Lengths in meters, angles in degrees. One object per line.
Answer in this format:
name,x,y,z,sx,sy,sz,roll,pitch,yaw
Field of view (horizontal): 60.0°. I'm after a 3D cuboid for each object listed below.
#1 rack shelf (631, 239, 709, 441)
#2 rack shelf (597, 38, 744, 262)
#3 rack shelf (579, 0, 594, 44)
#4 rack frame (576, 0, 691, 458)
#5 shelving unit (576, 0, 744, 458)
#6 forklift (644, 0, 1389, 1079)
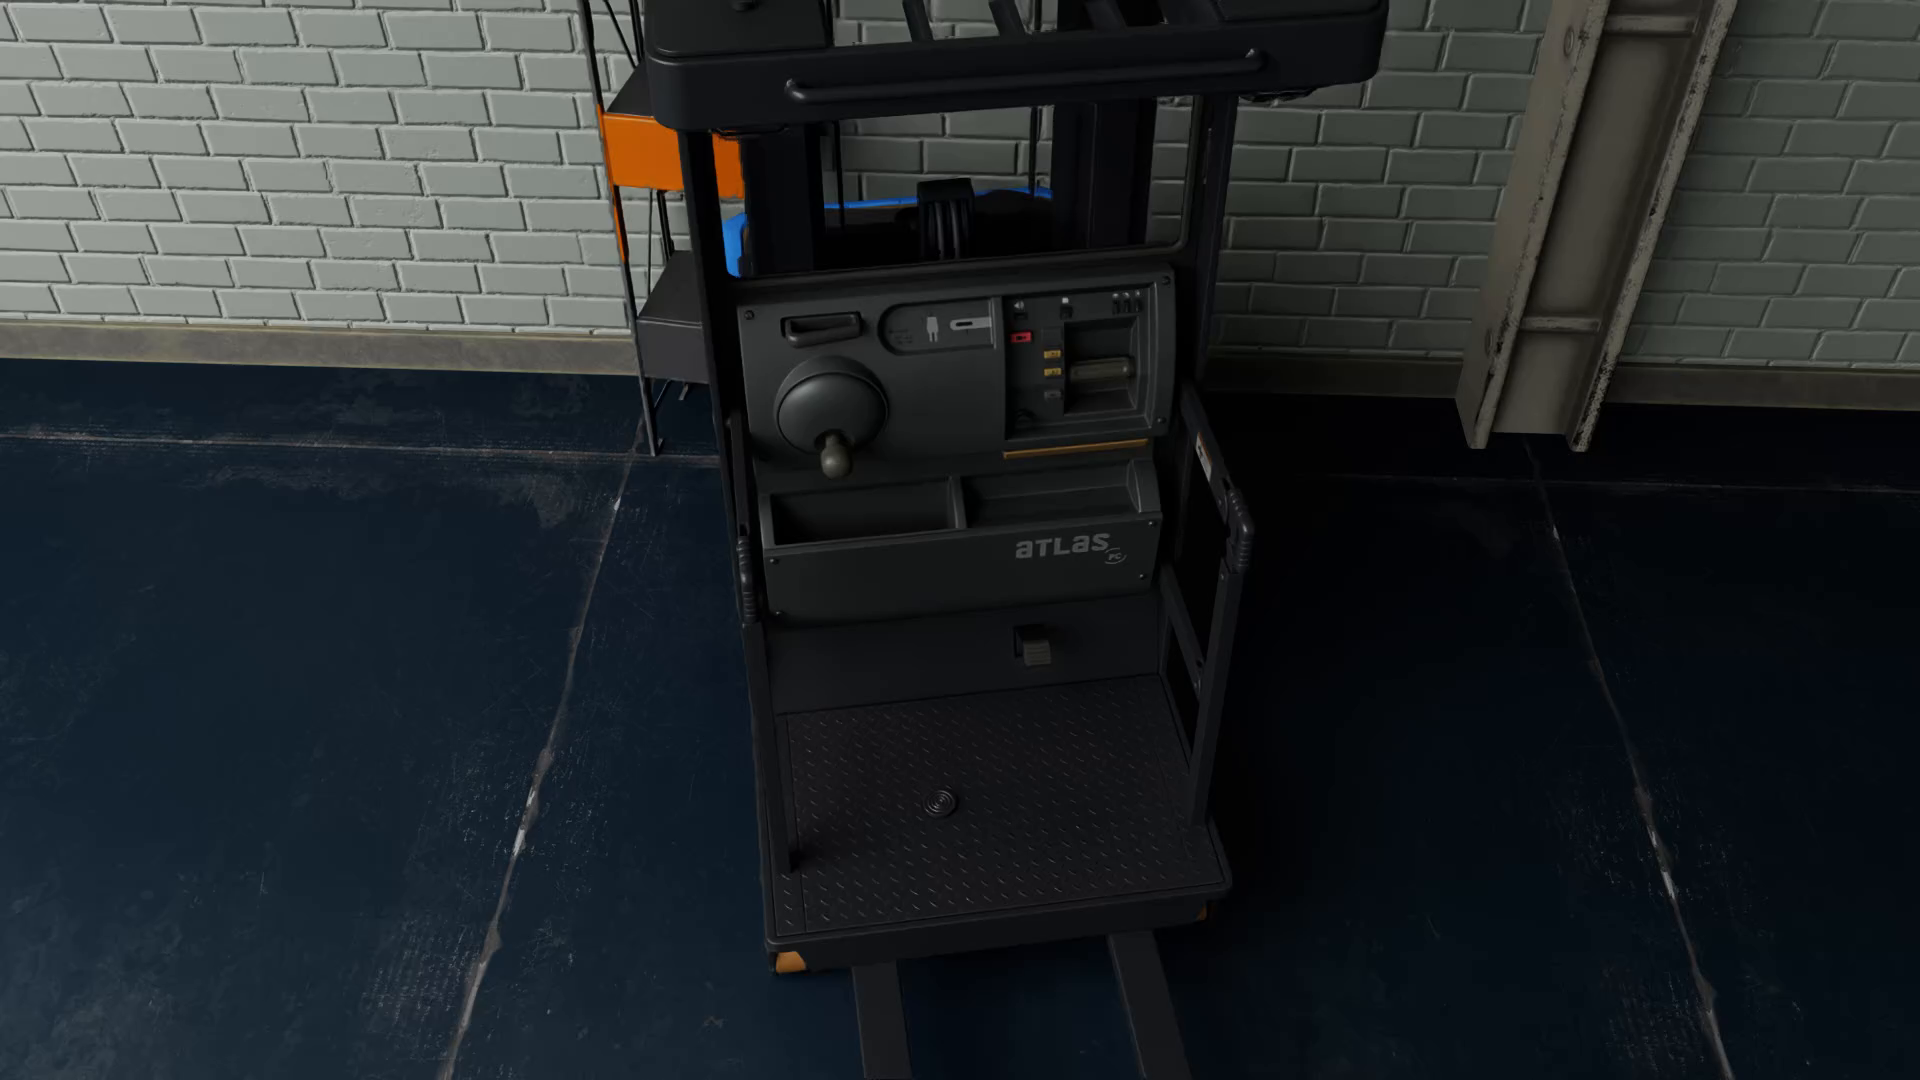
rack shelf,-0.745,-0.626,5.428,0.480,0.518,0.431,7,43,7
rack shelf,-0.745,-1.138,4.951,0.480,0.518,0.431,7,43,7
rack shelf,-0.745,-1.650,4.474,0.480,0.518,0.431,7,43,7
rack frame,-0.986,-1.178,4.974,0.015,2.100,0.400,7,43,7
shelving unit,-0.745,-1.148,4.942,0.503,2.100,0.431,7,43,7
forklift,0.035,-0.272,3.392,1.130,2.935,3.031,-6,43,-6
